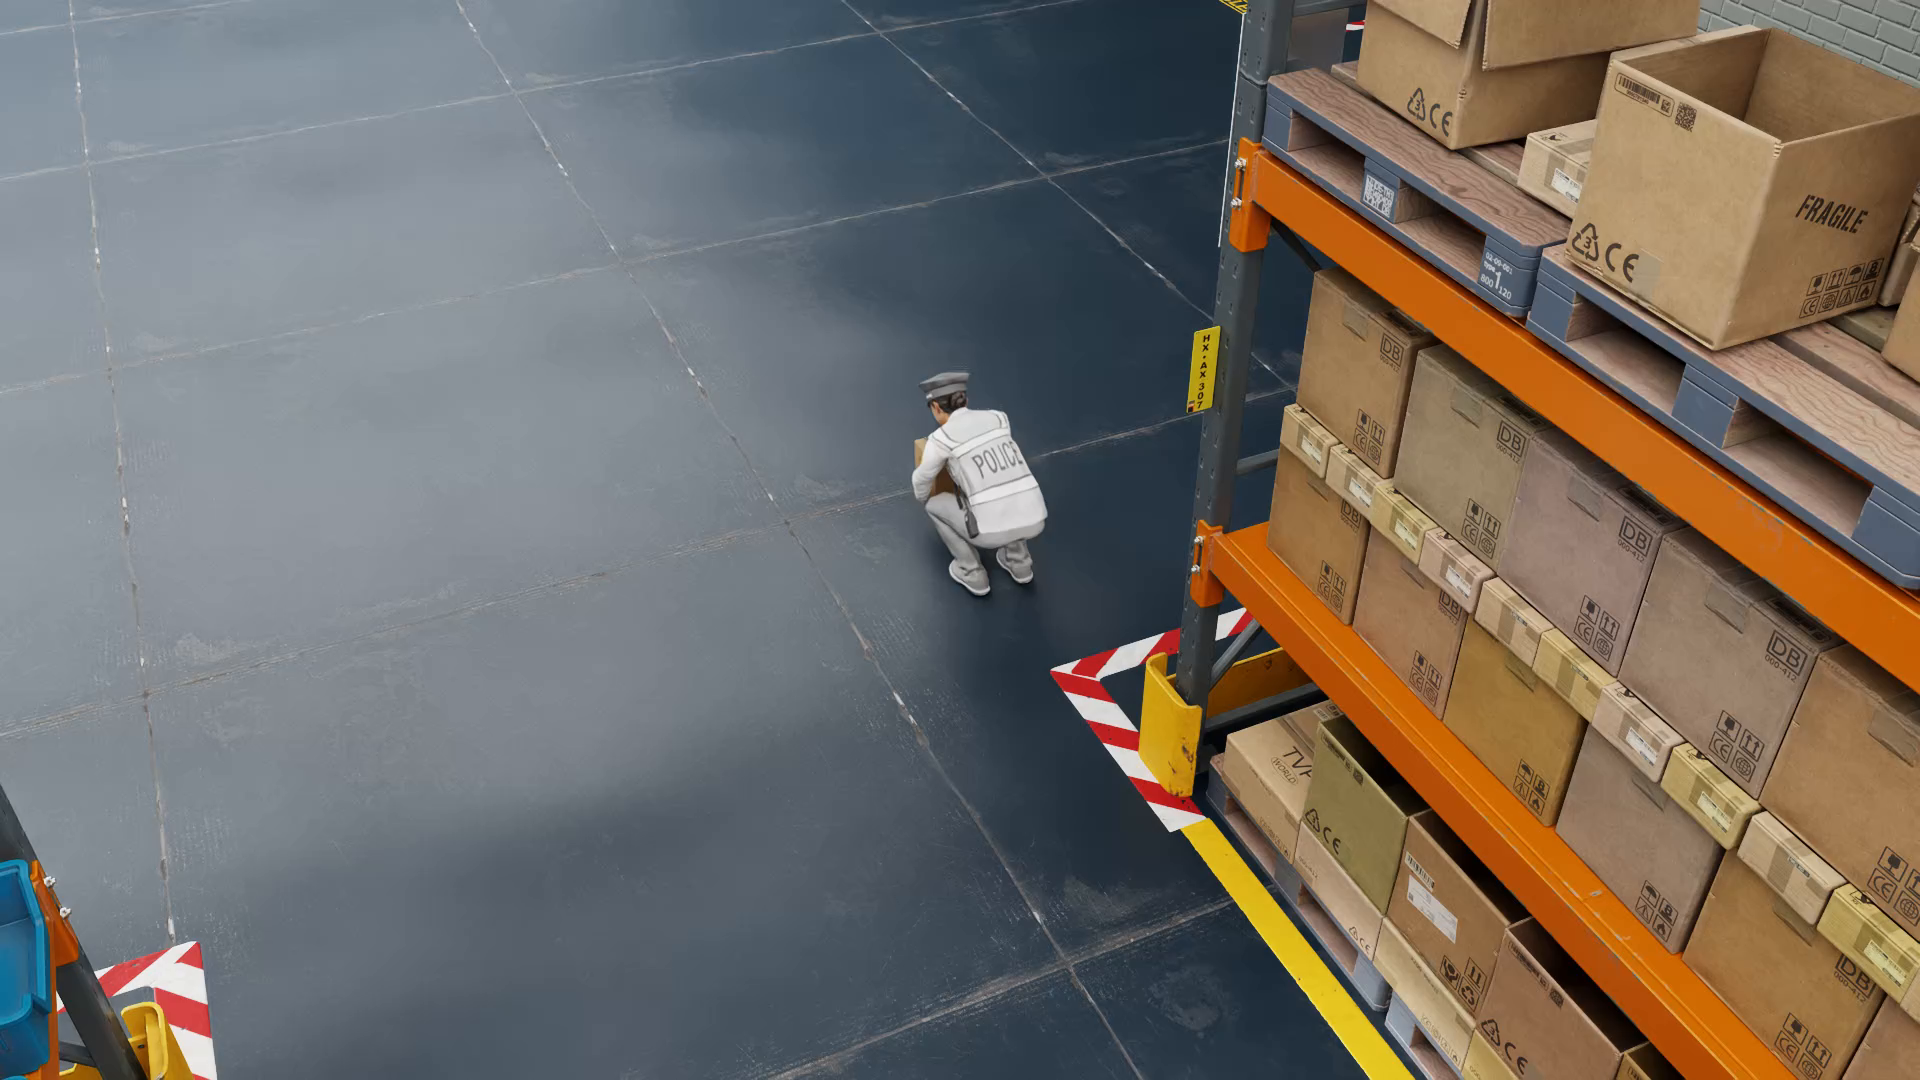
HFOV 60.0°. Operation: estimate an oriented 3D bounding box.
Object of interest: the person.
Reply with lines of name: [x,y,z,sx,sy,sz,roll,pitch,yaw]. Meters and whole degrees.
person: [0.080,-0.276,7.797,0.495,0.964,0.825,-16,40,-20]
